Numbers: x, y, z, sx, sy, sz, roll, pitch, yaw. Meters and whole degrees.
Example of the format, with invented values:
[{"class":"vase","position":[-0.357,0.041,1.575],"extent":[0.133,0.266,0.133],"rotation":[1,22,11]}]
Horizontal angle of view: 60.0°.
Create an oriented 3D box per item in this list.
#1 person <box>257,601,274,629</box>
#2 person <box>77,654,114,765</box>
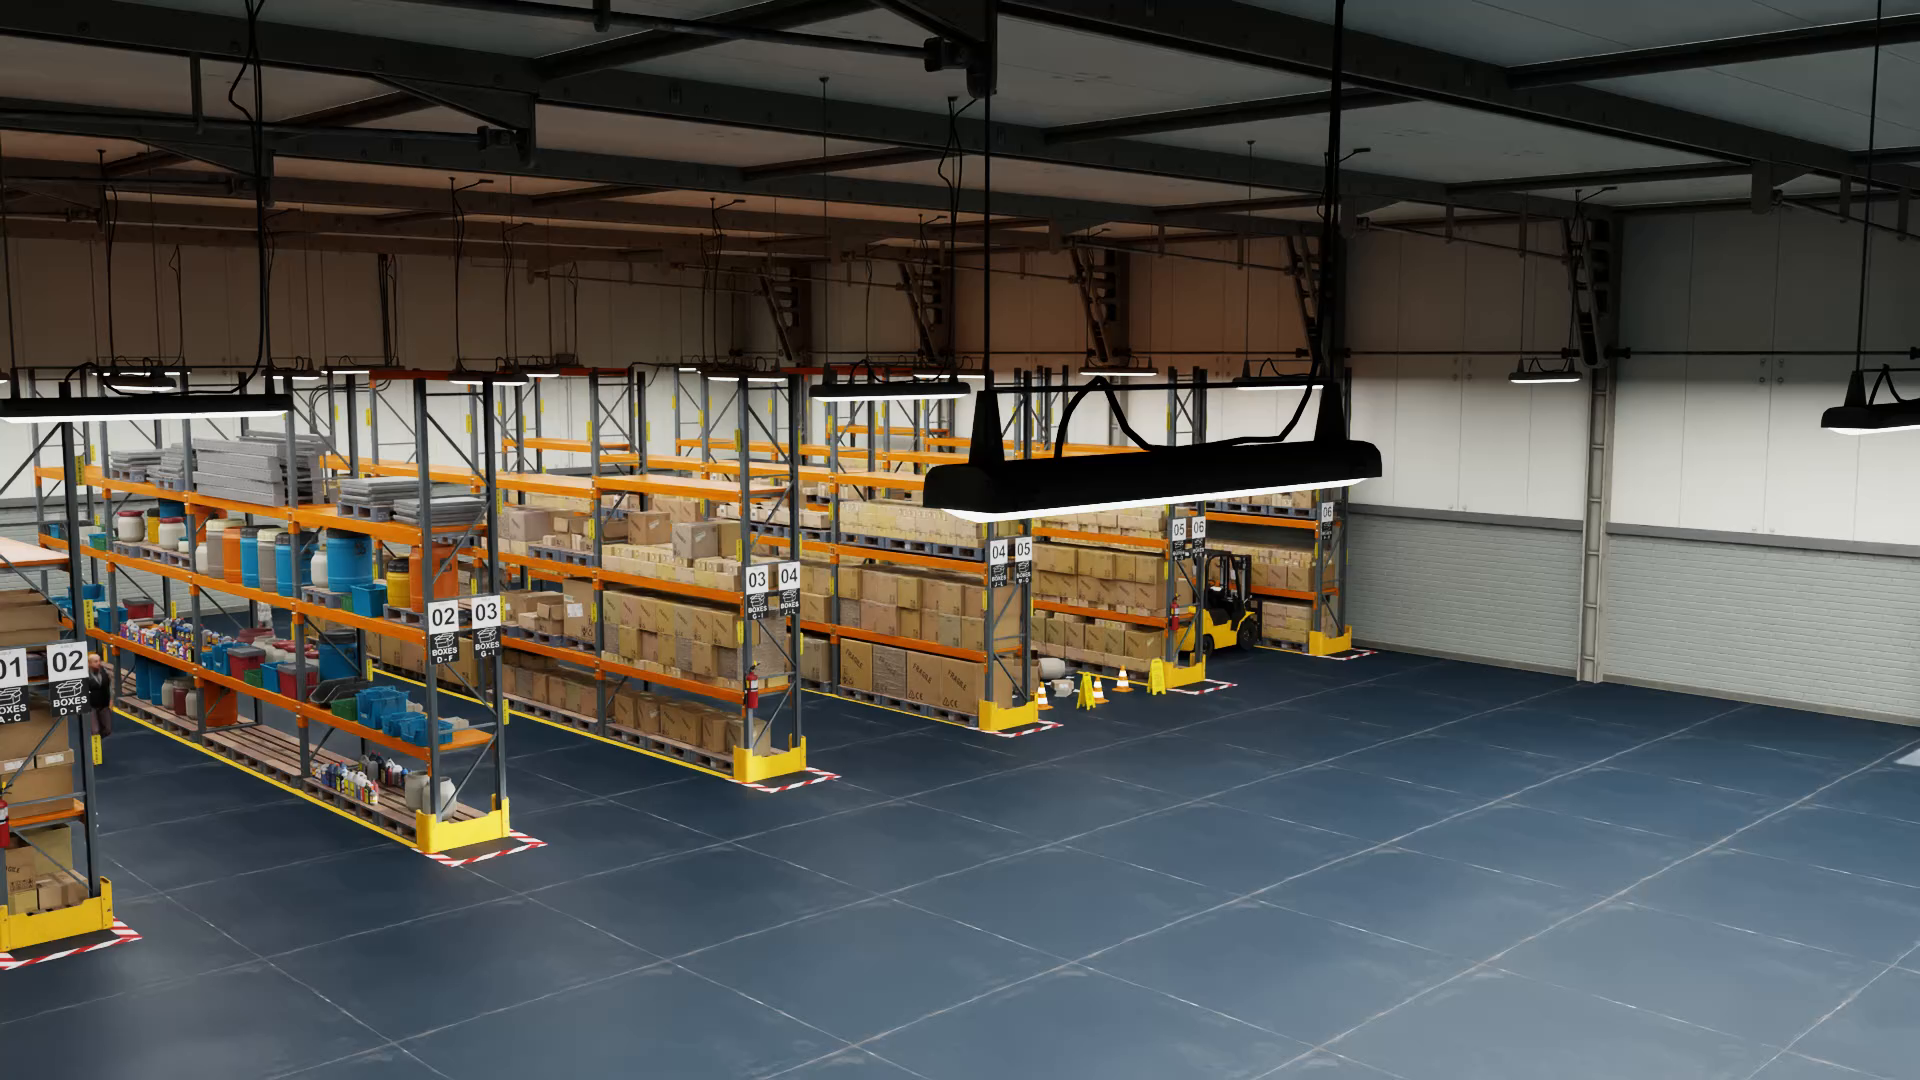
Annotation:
[{"class":"person","position":[-14.389,1.642,34.298],"extent":[1.051,1.619,0.433],"rotation":[6,9,44]},{"class":"person","position":[-13.453,2.591,25.764],"extent":[0.638,1.704,0.624],"rotation":[4,8,31]}]
